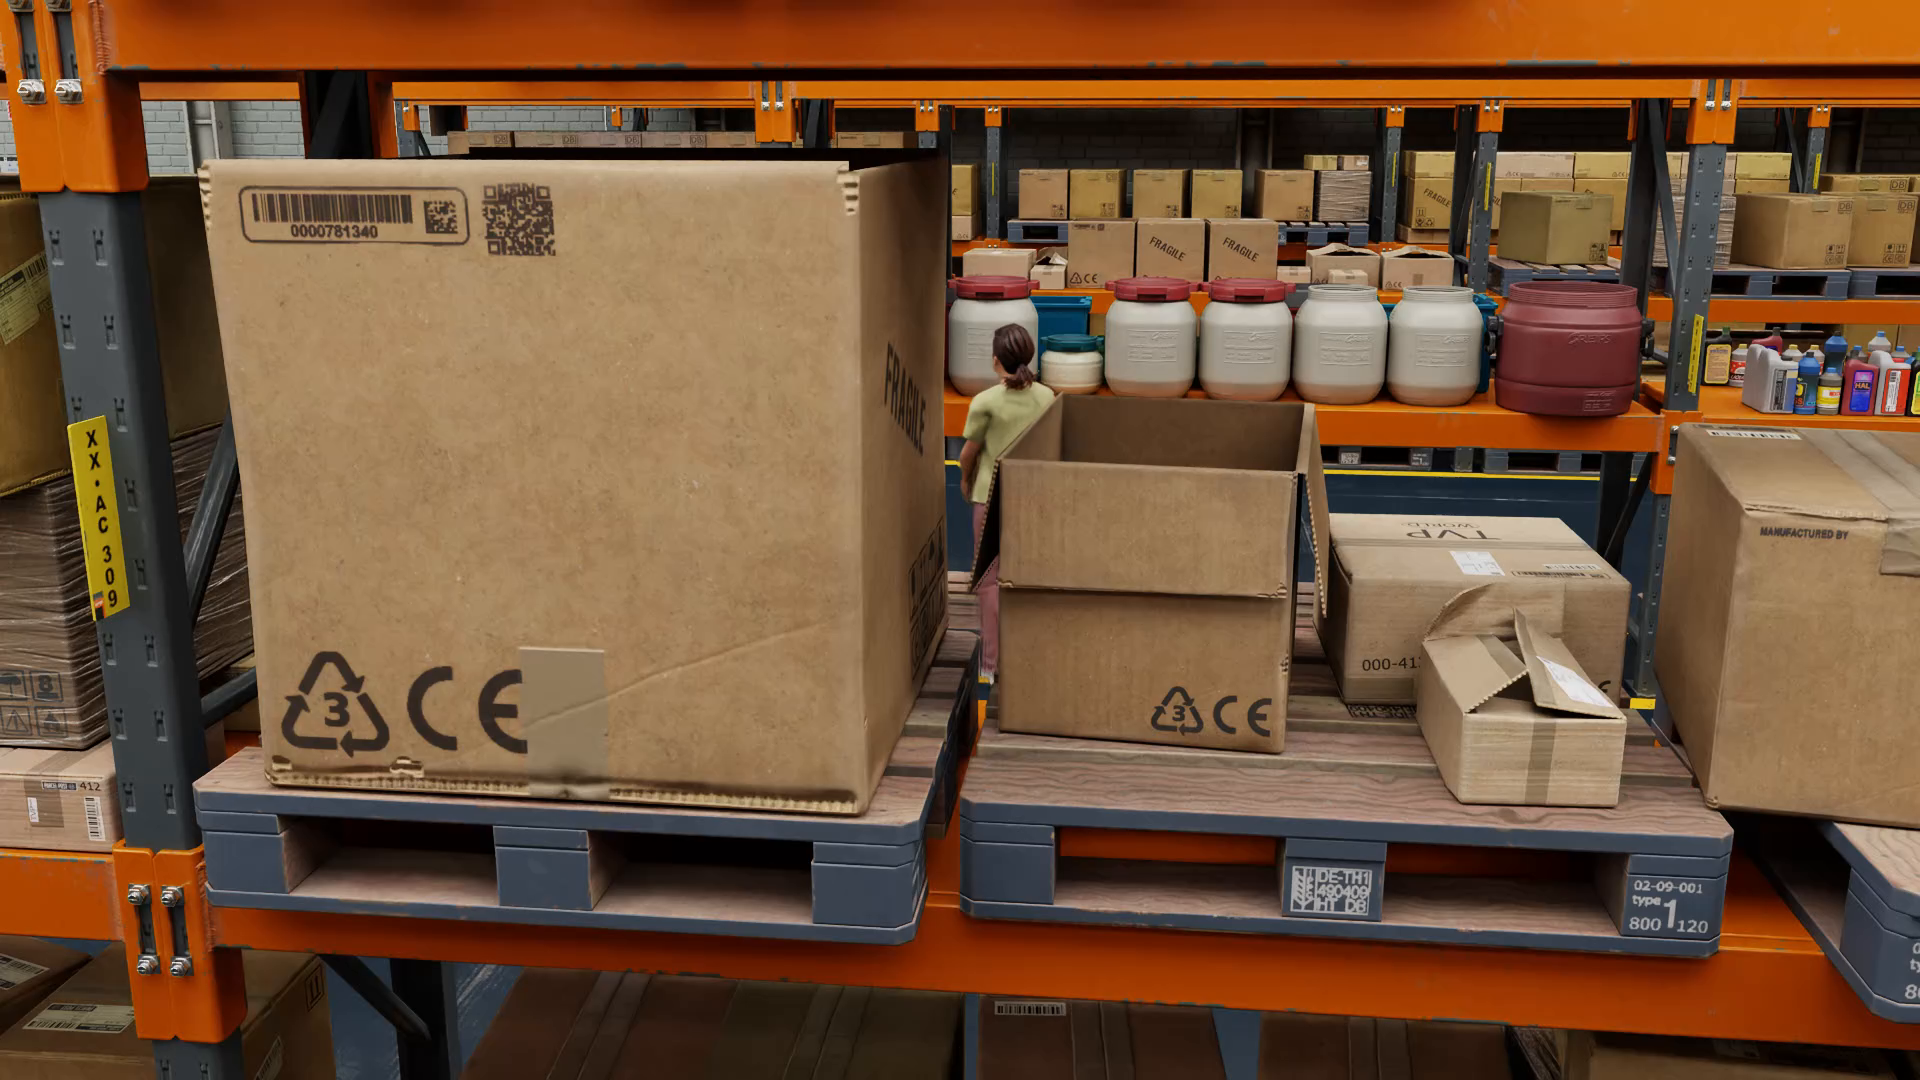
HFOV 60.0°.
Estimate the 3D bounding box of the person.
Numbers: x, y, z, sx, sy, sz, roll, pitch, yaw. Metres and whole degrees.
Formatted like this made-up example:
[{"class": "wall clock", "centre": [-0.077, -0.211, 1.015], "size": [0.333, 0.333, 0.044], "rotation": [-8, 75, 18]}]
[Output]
[{"class": "person", "centre": [0.210, -0.168, 7.664], "size": [0.484, 1.671, 0.550], "rotation": [-5, 15, -19]}]
